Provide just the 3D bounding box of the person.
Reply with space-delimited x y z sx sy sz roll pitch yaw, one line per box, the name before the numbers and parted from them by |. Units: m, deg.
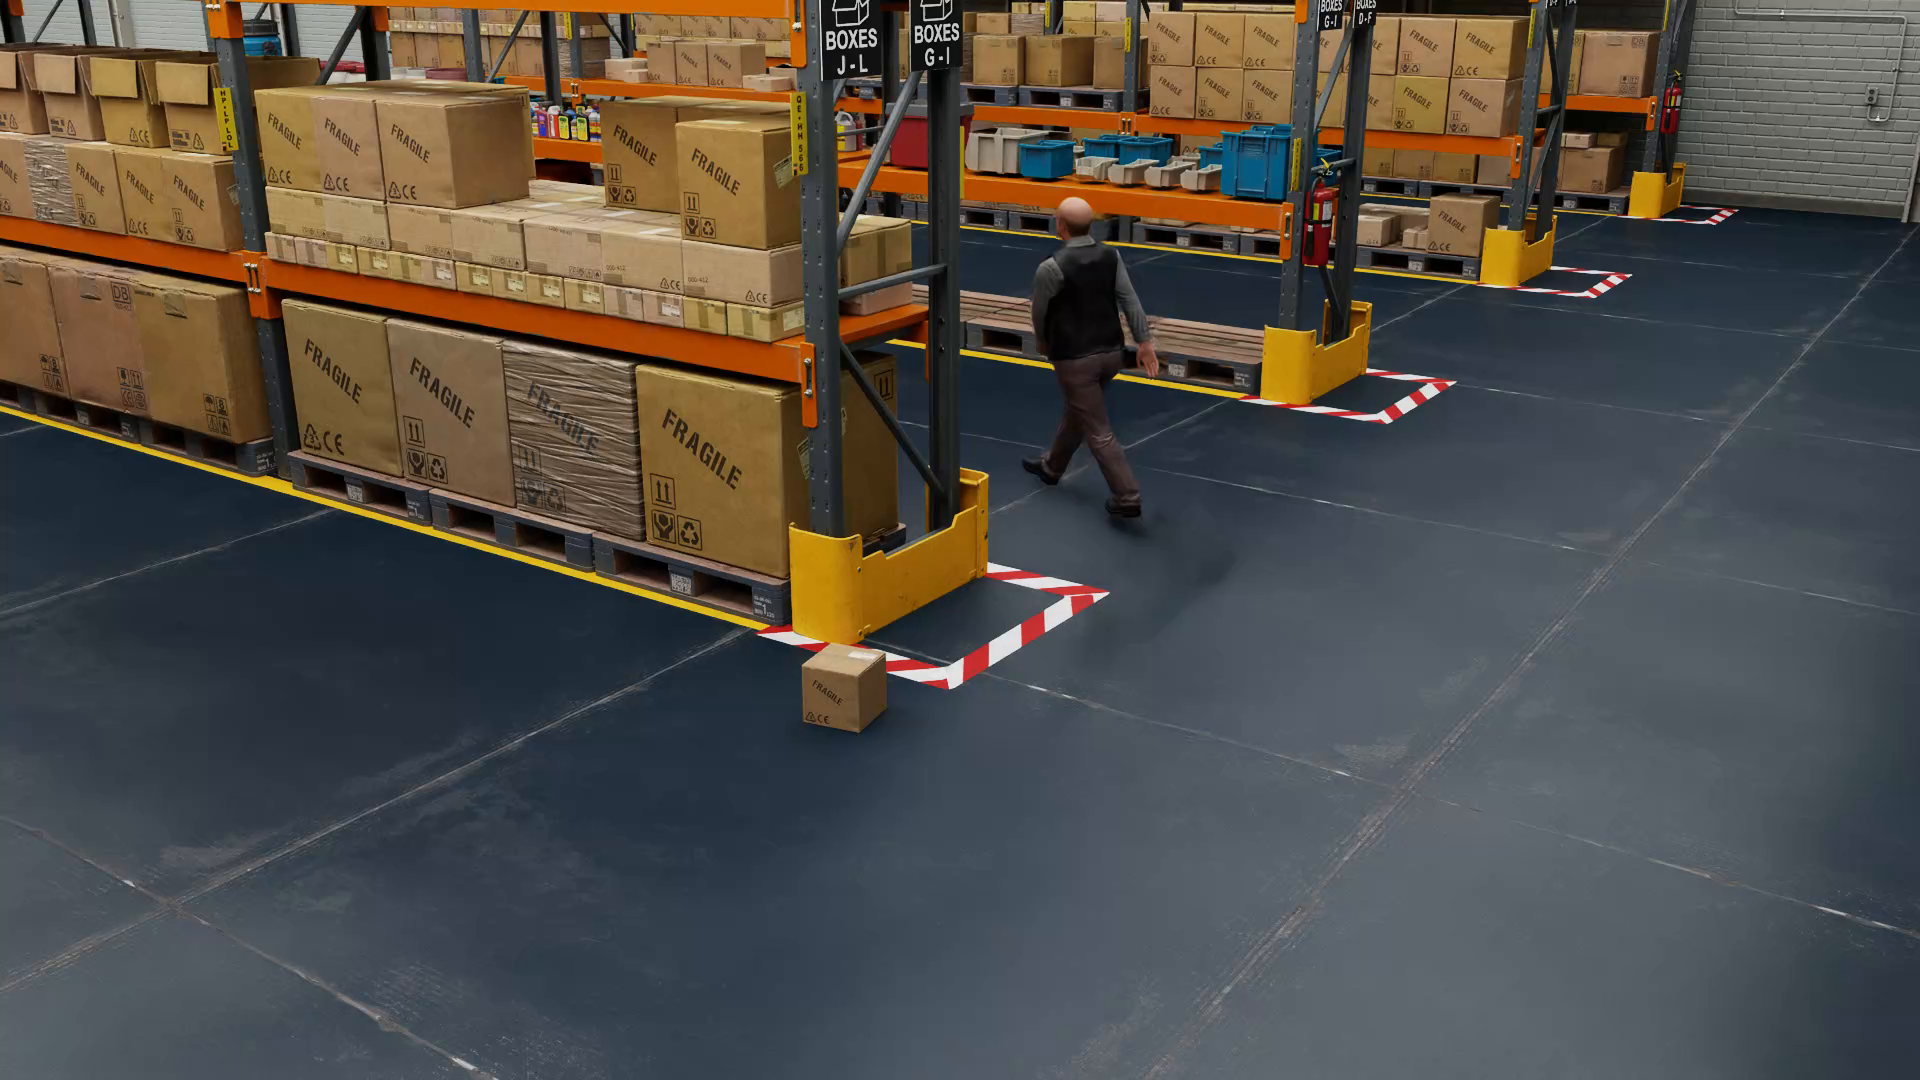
person | 0.632 -1.002 8.908 0.588 1.662 1.043 -14 24 -35
